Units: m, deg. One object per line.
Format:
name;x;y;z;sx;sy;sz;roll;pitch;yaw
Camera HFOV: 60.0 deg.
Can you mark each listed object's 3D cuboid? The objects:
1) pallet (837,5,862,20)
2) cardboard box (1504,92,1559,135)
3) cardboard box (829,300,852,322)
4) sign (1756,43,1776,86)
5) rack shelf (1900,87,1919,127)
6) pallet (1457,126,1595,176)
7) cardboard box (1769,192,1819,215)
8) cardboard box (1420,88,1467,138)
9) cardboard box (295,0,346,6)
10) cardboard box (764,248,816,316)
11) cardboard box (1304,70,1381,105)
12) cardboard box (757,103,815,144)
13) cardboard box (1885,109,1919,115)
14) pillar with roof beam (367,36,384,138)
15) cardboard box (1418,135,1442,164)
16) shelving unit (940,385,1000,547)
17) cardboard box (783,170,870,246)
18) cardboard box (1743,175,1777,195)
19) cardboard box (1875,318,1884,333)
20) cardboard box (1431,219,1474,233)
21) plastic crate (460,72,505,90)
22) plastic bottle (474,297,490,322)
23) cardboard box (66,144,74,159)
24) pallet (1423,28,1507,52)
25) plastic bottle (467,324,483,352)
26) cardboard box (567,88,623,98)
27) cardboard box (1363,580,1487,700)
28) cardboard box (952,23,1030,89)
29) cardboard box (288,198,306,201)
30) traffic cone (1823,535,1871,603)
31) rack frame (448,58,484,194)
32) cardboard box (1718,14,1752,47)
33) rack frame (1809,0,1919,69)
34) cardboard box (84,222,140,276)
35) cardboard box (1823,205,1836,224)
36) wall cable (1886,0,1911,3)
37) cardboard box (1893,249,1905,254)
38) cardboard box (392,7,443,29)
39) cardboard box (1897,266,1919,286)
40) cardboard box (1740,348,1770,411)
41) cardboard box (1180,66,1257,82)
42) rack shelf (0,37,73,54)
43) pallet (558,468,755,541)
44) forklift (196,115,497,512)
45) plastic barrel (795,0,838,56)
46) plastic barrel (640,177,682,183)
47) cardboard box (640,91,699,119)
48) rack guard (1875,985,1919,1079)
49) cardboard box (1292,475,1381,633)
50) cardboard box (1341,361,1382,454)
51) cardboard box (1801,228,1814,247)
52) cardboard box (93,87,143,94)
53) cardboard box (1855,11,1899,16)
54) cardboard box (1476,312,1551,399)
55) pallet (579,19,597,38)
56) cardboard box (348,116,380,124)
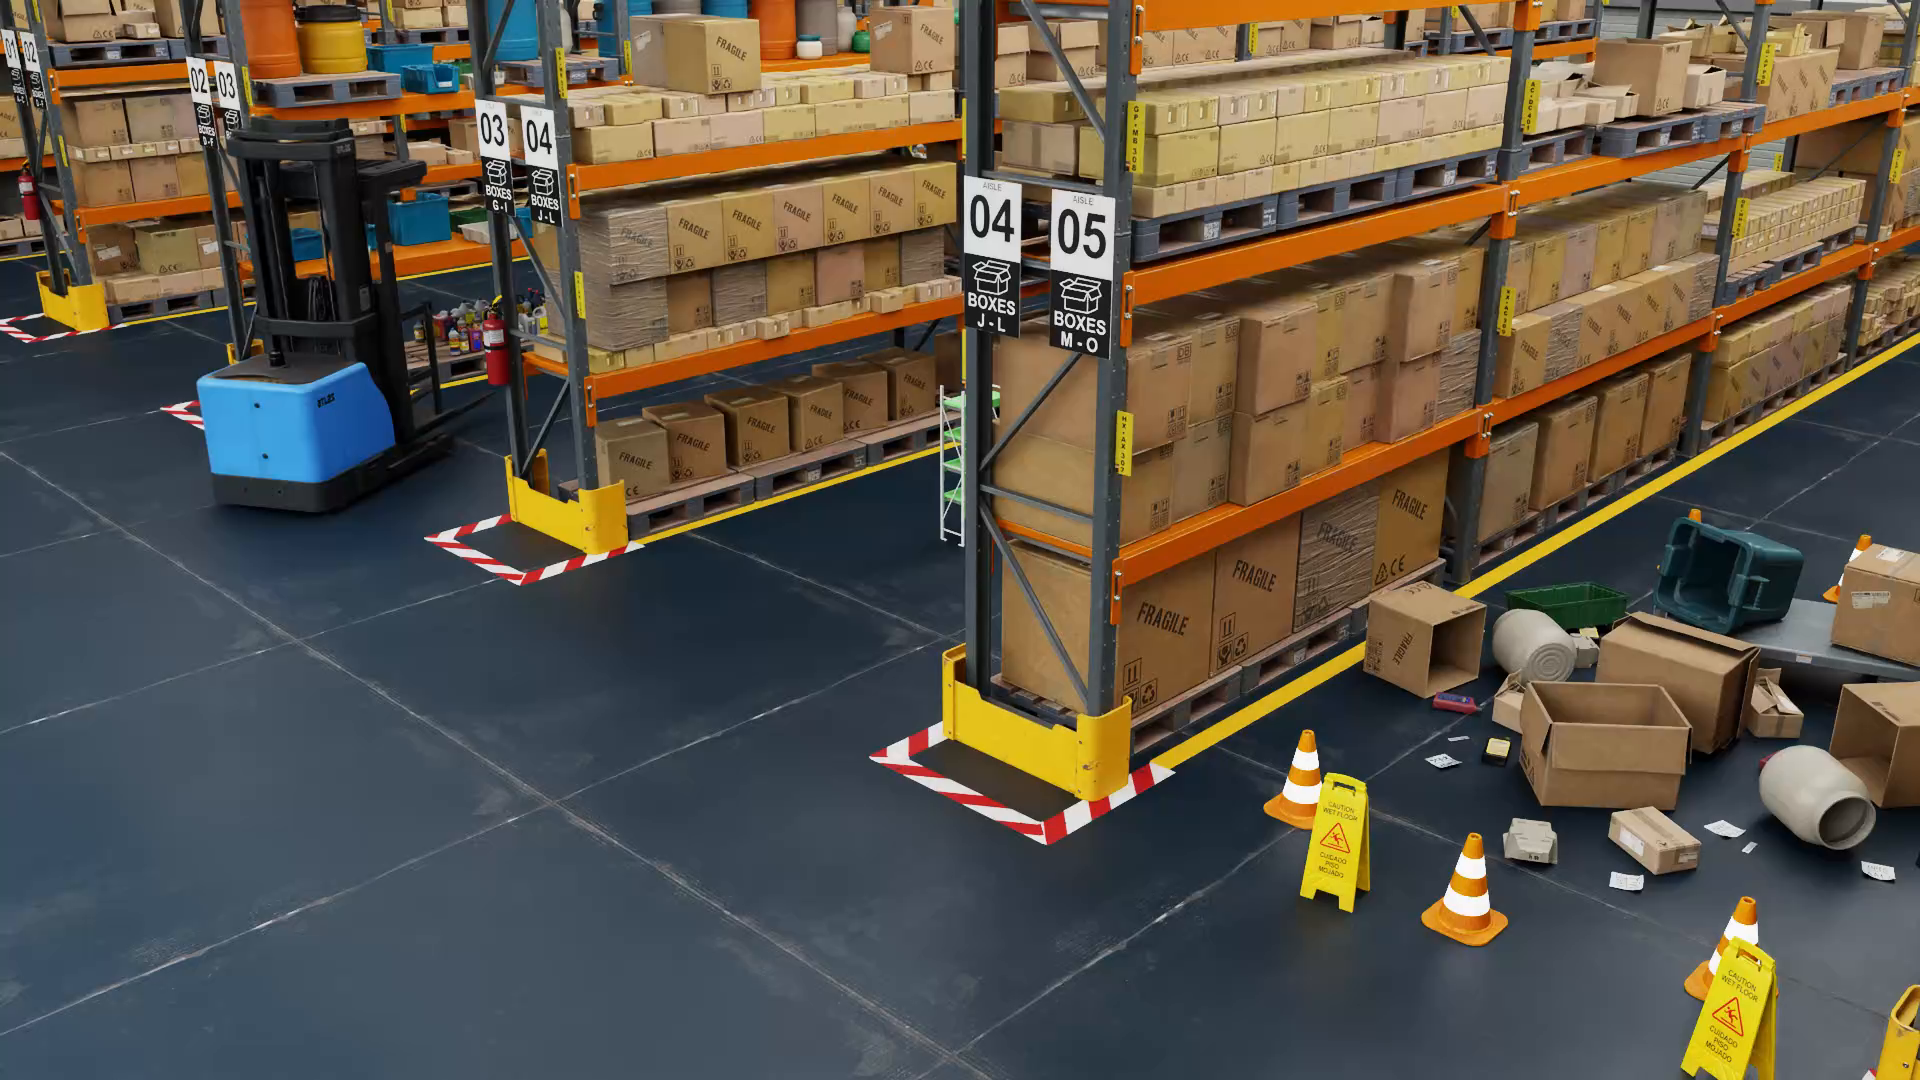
pallet;-2.283;-8.178;25.751;1.213;0.211;1.003;19;28;41
cardboard box;3.819;-2.884;11.179;0.258;0.266;0.396;19;28;40
cardboard box;-1.111;-1.924;13.748;0.380;0.149;0.250;19;28;41
sign;6.402;-3.777;13.208;0.100;0.325;0.005;19;28;41
rack shelf;10.195;-4.846;17.823;1.077;0.370;4.000;19;28;41
pallet;3.823;-2.770;11.686;0.805;0.209;1.217;18;27;39
cardboard box;7.750;-3.137;15.491;0.380;0.149;0.250;18;27;38
cardboard box;2.707;-2.602;10.052;0.500;0.250;0.500;19;28;40
cardboard box;-7.899;-6.604;20.473;0.500;0.500;0.500;-17;27;-38
cardboard box;-1.651;-2.172;13.491;0.875;0.500;0.500;19;28;41
cardboard box;2.133;-2.545;9.347;0.380;0.149;0.250;20;29;41
cardboard box;-1.470;-3.235;12.839;0.500;0.250;0.500;-19;28;-40
cardboard box;10.014;-4.234;17.461;0.500;0.500;0.500;-20;28;-41
pillar with roof beam;-6.563;-8.831;23.008;9.100;9.000;0.400;19;28;41
cardboard box;2.661;-2.366;9.993;0.380;0.149;0.250;19;28;41
shelving unit;0.115;-0.603;12.470;0.258;1.200;0.503;19;28;41
cardboard box;-1.078;-2.689;13.442;0.500;0.500;0.500;19;28;41
cardboard box;7.825;-3.499;16.434;0.380;0.149;0.250;20;28;41
cardboard box;9.606;-2.291;17.744;0.380;0.149;0.250;19;28;40
cardboard box;5.835;-3.889;20.887;0.875;0.875;0.875;19;28;41
plastic crate;-4.643;-4.481;16.240;0.243;0.136;0.396;19;28;41
plastic bottle;-5.101;-2.426;17.783;0.144;0.351;0.185;19;28;40
cardboard box;-10.019;-4.426;18.865;0.380;0.149;0.250;19;28;40
pallet;5.895;-6.101;20.210;1.003;0.211;1.213;19;28;41
plastic bottle;-4.944;-2.069;16.950;0.133;0.283;0.061;-20;28;-41
cardboard box;-2.706;-3.251;12.325;0.380;0.149;0.250;18;27;38
cardboard box;2.872;0.610;10.286;0.500;0.500;0.500;-14;25;-33
cardboard box;0.135;-4.219;14.460;0.797;0.503;0.637;18;27;38
cardboard box;-10.409;-5.430;25.391;0.500;0.500;0.700;-19;28;-40
traffic cone;6.184;0.192;11.430;0.336;0.463;0.334;19;28;41
rack frame;-8.120;-7.226;27.193;1.000;3.000;0.127;19;28;41
cardboard box;6.988;-4.548;14.840;0.396;0.266;0.258;19;28;41
rack frame;8.800;-6.068;15.819;1.000;3.000;0.127;19;28;41
cardboard box;-9.989;-3.406;19.456;0.500;0.500;0.500;19;28;41
cardboard box;8.118;-3.131;15.890;0.380;0.149;0.250;18;27;39
wall cable;14.521;-10.456;22.751;2.277;5.999;0.120;19;28;41
cardboard box;10.982;-3.389;19.770;0.380;0.149;0.250;18;27;38
cardboard box;-6.922;-6.641;21.114;0.500;0.250;0.500;-17;27;-37
cardboard box;10.723;-2.957;18.646;0.250;0.149;0.380;-19;28;-40
cardboard box;7.034;-1.517;15.238;0.500;0.500;0.500;20;28;41
cardboard box;1.485;-2.644;9.606;0.380;0.149;0.250;20;28;41
rack shelf;-12.306;-6.748;22.772;1.077;0.370;4.000;19;28;41
pallet;-2.409;-0.368;13.238;1.003;0.211;1.213;19;28;41
forklift;-5.059;-2.080;13.900;1.130;2.935;3.031;5;22;14
plastic barrel;-1.751;-6.224;19.706;0.600;0.901;0.600;0;21;0
plastic barrel;-3.326;-3.976;18.038;0.600;0.901;0.708;19;28;41
cardboard box;-2.117;-3.170;12.113;0.250;0.149;0.380;-19;28;-40
rack guard;4.099;2.177;6.213;1.175;0.500;0.348;19;28;41
cardboard box;2.104;-0.039;10.870;0.875;0.875;0.875;20;28;41
cardboard box;2.142;-0.927;10.596;0.875;0.550;0.550;19;28;41
cardboard box;7.758;-2.859;15.597;0.250;0.149;0.380;-19;28;-40
cardboard box;-11.722;-6.032;23.222;0.500;0.500;0.500;18;28;39
cardboard box;9.408;-5.348;17.083;0.250;0.149;0.380;-19;28;-40
cardboard box;3.779;-1.326;11.703;0.500;0.500;0.500;20;28;41
pallet;-4.978;-7.102;22.954;1.003;0.211;1.213;-19;28;-40
cardboard box;-7.664;-5.495;20.744;0.700;0.500;0.500;19;28;41
